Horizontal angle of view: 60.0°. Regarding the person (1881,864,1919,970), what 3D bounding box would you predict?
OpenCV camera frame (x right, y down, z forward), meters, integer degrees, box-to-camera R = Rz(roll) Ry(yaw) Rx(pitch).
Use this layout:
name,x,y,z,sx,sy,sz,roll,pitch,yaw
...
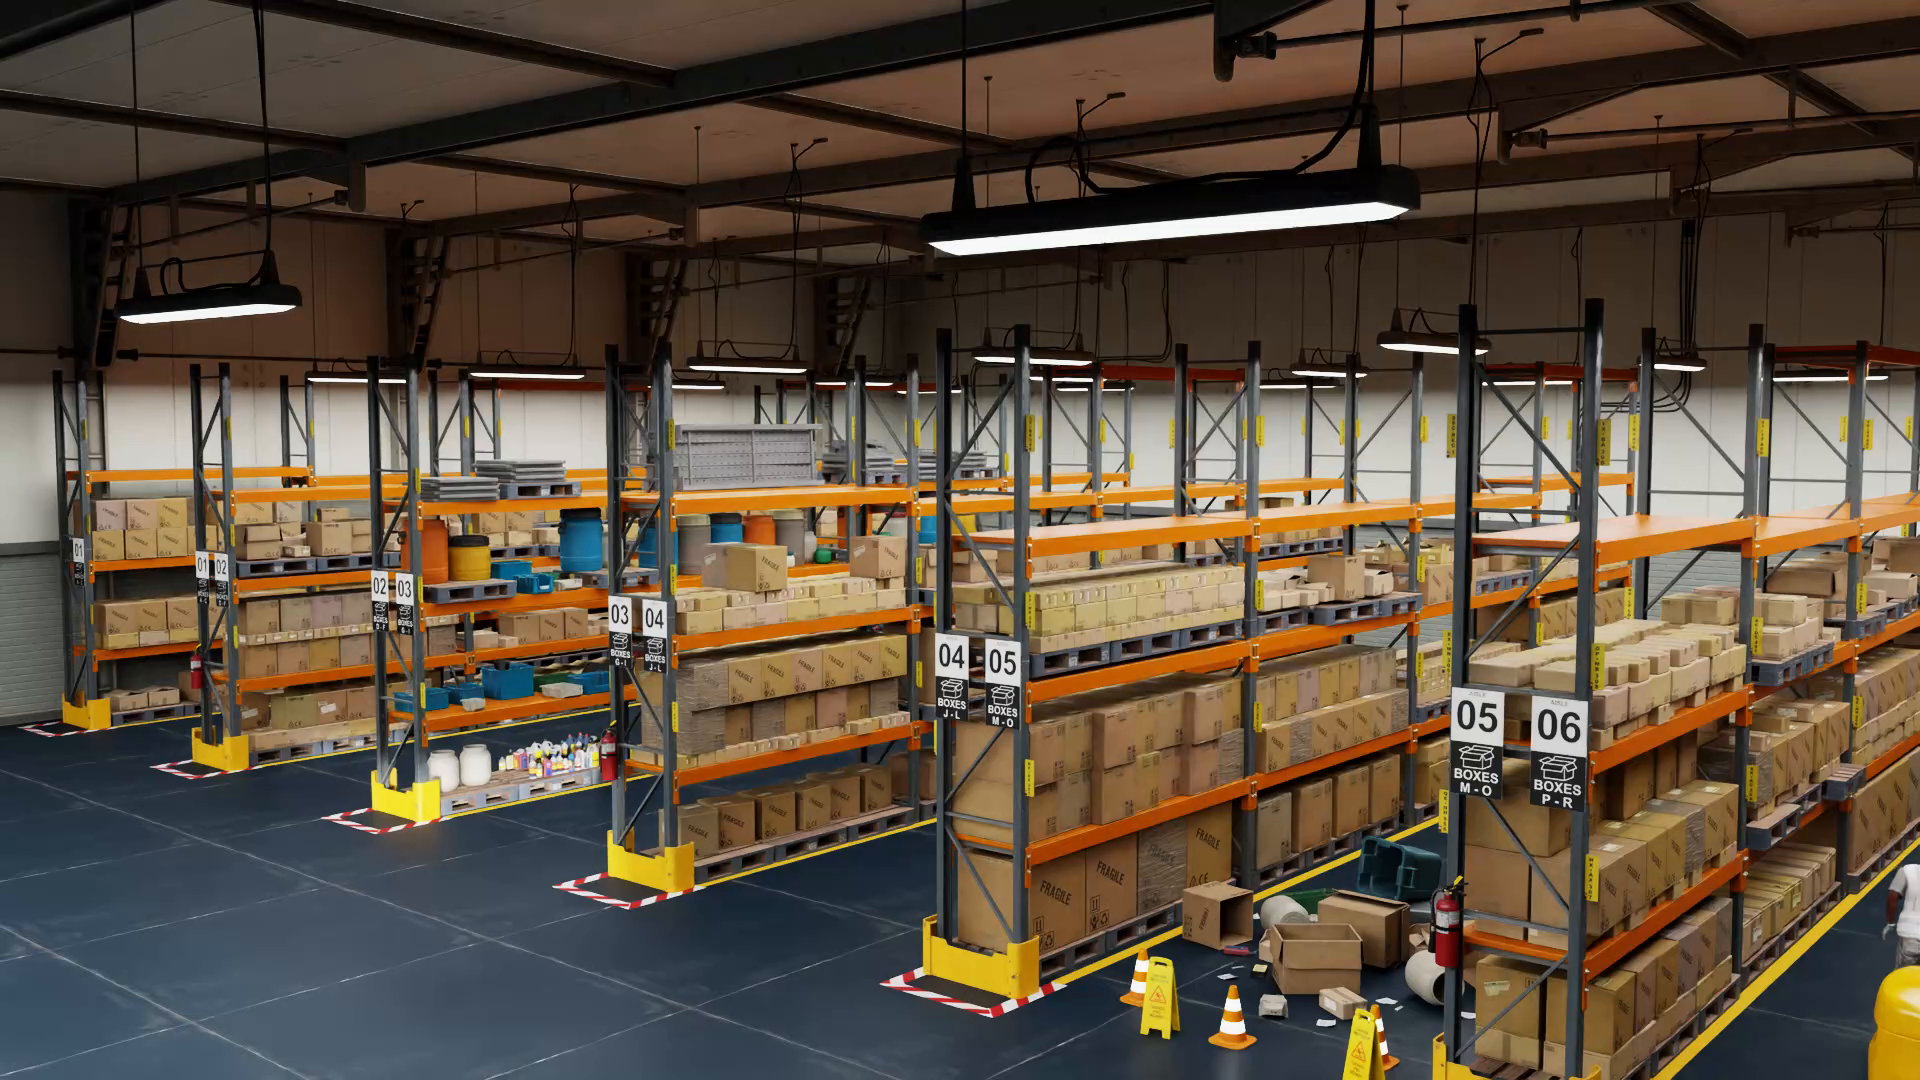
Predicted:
name,x,y,z,sx,sy,sz,roll,pitch,yaw
person,8.087,3.332,13.921,0.650,1.671,0.788,4,5,41
